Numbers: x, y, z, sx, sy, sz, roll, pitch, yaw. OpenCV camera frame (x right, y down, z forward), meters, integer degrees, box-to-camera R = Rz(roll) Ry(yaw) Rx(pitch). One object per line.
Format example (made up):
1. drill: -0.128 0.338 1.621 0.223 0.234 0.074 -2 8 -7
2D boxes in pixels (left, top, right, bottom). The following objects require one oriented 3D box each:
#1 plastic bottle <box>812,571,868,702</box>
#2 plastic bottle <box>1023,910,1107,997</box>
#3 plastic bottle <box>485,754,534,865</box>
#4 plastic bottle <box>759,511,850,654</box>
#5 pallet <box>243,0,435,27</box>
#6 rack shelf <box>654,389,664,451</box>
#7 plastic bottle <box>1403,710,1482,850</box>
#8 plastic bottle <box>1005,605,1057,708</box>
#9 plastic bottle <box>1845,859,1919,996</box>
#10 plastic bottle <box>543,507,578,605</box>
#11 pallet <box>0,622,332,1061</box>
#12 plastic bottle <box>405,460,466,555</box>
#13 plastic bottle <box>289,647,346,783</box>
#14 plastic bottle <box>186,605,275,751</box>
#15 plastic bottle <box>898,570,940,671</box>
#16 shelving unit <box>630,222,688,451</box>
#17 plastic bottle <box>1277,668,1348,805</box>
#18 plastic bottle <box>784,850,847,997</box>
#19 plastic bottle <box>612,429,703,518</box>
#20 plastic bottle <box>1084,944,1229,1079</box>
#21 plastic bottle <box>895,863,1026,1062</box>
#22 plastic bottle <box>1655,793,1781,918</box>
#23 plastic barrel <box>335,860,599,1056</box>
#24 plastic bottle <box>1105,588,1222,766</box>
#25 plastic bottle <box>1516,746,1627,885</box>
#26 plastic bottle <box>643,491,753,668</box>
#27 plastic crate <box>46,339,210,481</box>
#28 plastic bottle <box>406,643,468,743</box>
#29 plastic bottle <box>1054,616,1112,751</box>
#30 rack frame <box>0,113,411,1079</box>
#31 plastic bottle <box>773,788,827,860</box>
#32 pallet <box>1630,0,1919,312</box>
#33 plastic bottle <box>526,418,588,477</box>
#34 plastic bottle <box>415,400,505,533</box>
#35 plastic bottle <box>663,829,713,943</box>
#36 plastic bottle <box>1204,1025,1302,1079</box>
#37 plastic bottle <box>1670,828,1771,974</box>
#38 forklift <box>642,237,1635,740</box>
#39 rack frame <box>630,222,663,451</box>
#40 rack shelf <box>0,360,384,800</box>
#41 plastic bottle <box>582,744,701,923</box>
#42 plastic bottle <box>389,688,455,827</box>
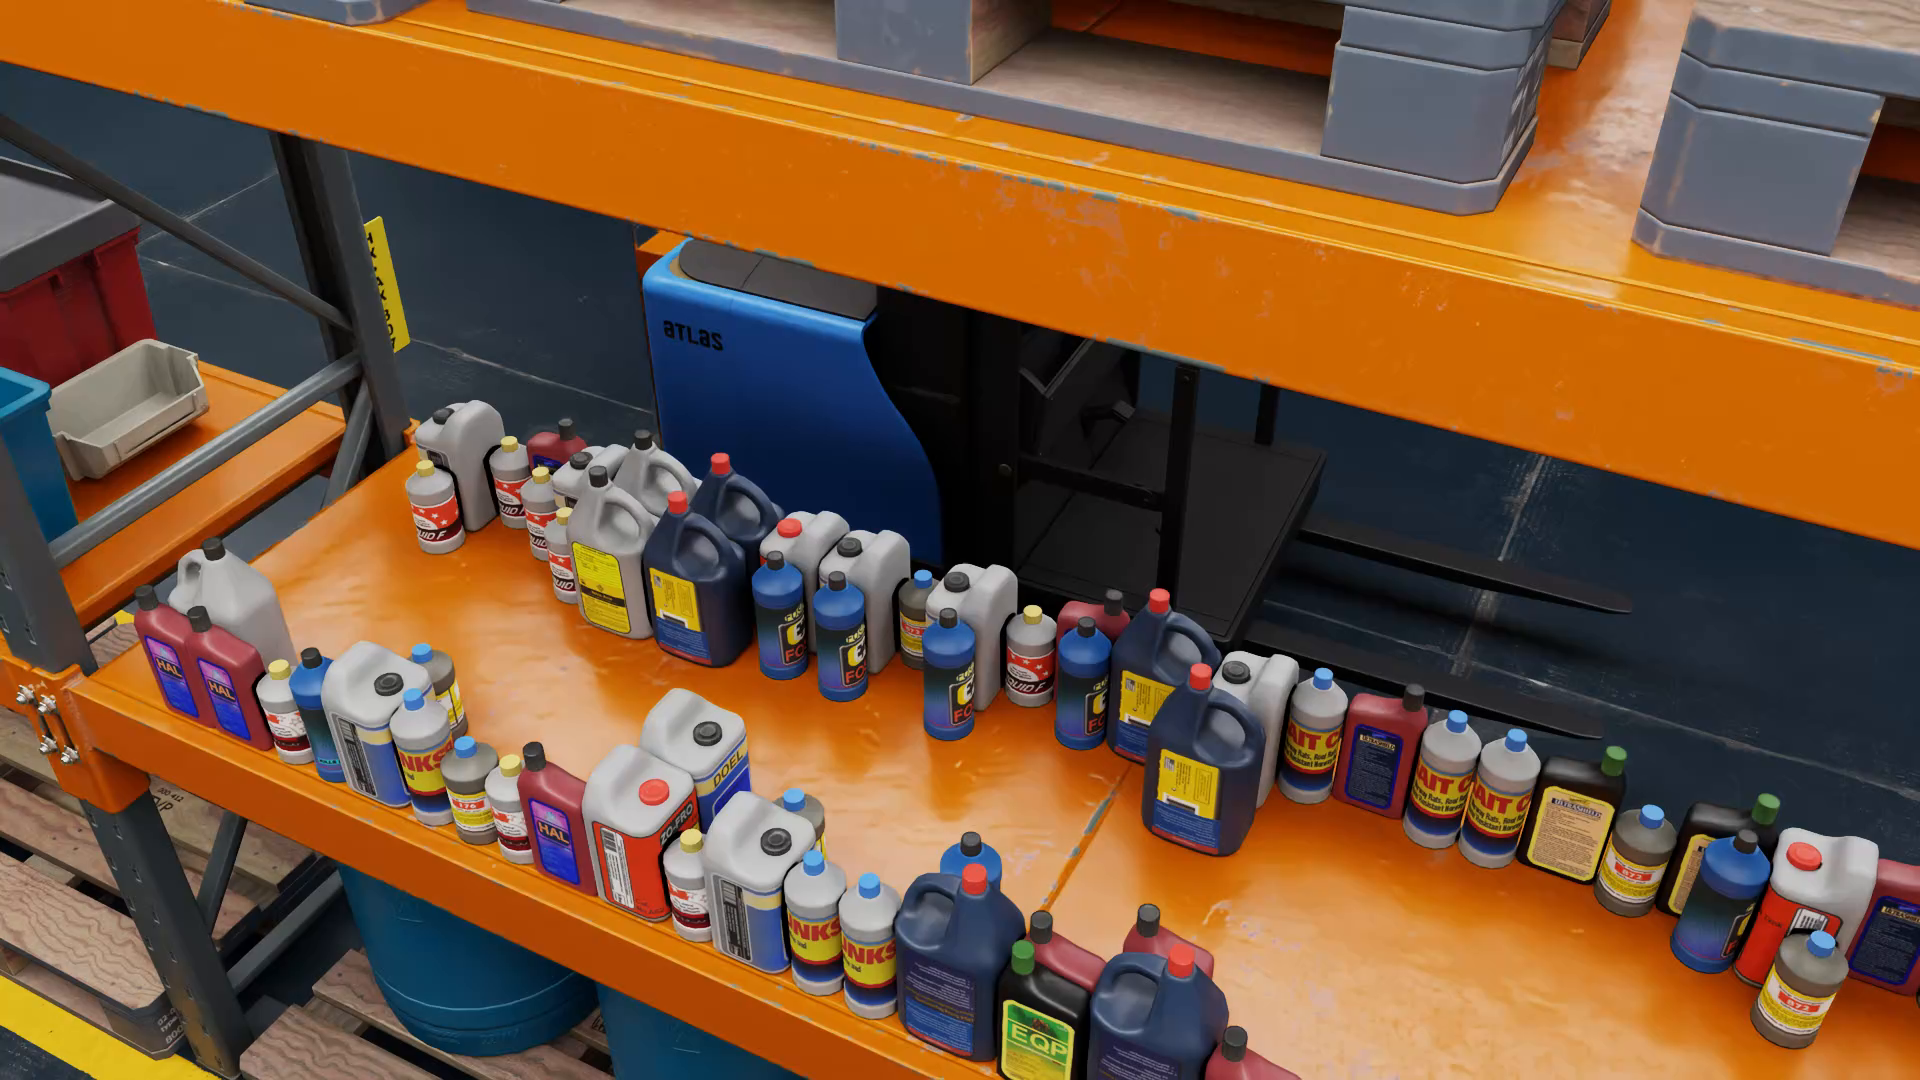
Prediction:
1. plastic bottle: -0.227 0.174 3.146 0.097 0.271 0.097 0 37 0
2. plastic bottle: 0.150 0.672 2.481 0.133 0.283 0.061 17 41 21
3. plastic bottle: -0.752 0.451 2.840 0.097 0.201 0.097 0 37 0
4. plastic bottle: -0.306 0.063 3.289 0.135 0.276 0.152 17 41 21
5. pallet: -0.835 -1.119 2.418 1.003 0.211 1.213 17 41 21
6. rack shelf: -0.922 -0.453 5.953 0.240 0.259 0.215 16 40 21
7. plastic bottle: 0.829 0.401 2.847 0.097 0.271 0.097 0 37 0
8. plastic bottle: 0.135 0.212 3.154 0.097 0.201 0.097 0 37 0
9. plastic bottle: 1.469 0.584 2.596 0.133 0.283 0.061 17 41 21
10. plastic bottle: -0.794 0.024 3.401 0.097 0.201 0.097 0 37 0
11. pallet: -2.247 0.763 4.571 1.213 0.211 1.003 17 41 21
12. plastic bottle: -1.119 -0.077 3.535 0.097 0.201 0.097 0 37 0
13. plastic bottle: -1.131 0.304 2.975 0.097 0.271 0.097 0 37 0
14. plastic bottle: -1.329 0.250 3.036 0.133 0.283 0.061 17 41 21
15. plastic bottle: -0.071 0.147 3.239 0.097 0.201 0.097 0 37 0
16. shelving unit: -0.924 -0.683 5.779 0.252 1.050 0.215 16 40 21
17. plastic bottle: 0.624 0.337 2.932 0.097 0.271 0.097 0 37 0
18. plastic bottle: -0.222 0.589 2.600 0.097 0.271 0.097 0 37 0
19. plastic bottle: -0.610 -0.065 3.396 0.185 0.351 0.144 17 41 21
20. plastic bottle: 0.283 0.699 2.388 0.185 0.351 0.144 17 41 21
21. plastic bottle: 0.000 0.611 2.505 0.185 0.351 0.144 17 41 21
22. plastic bottle: 1.231 0.510 2.694 0.133 0.283 0.061 17 41 21
23. plastic barrel: -1.101 0.664 3.782 0.708 0.901 0.600 17 41 21
24. plastic bottle: 0.368 0.241 2.992 0.185 0.351 0.144 17 41 21
25. plastic bottle: 1.026 0.446 2.778 0.133 0.283 0.061 17 41 21
26. plastic bottle: -0.512 0.064 3.226 0.185 0.351 0.144 17 41 21
27. plastic crate: -1.924 -0.290 3.819 0.243 0.136 0.396 17 41 21
28. plastic bottle: -0.975 0.277 3.068 0.097 0.201 0.097 0 37 0
29. plastic bottle: 0.226 0.254 3.041 0.097 0.271 0.097 0 37 0
30. rack frame: -1.576 -0.165 3.486 0.127 3.000 1.000 17 41 21
31. plastic bottle: -0.272 0.498 2.778 0.097 0.201 0.097 0 37 0
32. pallet: 1.341 -0.437 1.520 1.213 0.211 1.003 17 41 21
33. plastic bottle: -0.851 -0.142 3.553 0.133 0.283 0.061 17 41 21
34. plastic bottle: -1.078 -0.179 3.608 0.135 0.276 0.152 17 41 21
35. plastic bottle: -0.428 0.552 2.706 0.097 0.201 0.097 0 37 0
36. plastic bottle: 0.405 0.793 2.321 0.133 0.283 0.061 17 41 21
37. plastic bottle: 1.211 0.562 2.635 0.097 0.271 0.097 0 37 0
38. forklift: 0.570 -1.005 4.650 3.031 2.935 1.130 16 40 20
39. rack frame: -1.034 -0.714 5.822 0.008 1.050 0.200 16 40 21
40. rack shelf: -3.352 -0.434 4.436 4.000 0.370 1.077 17 41 21
41. plastic bottle: -0.518 0.476 2.745 0.135 0.276 0.152 17 41 21
42. plastic bottle: -0.925 0.369 2.890 0.097 0.271 0.097 0 37 0
